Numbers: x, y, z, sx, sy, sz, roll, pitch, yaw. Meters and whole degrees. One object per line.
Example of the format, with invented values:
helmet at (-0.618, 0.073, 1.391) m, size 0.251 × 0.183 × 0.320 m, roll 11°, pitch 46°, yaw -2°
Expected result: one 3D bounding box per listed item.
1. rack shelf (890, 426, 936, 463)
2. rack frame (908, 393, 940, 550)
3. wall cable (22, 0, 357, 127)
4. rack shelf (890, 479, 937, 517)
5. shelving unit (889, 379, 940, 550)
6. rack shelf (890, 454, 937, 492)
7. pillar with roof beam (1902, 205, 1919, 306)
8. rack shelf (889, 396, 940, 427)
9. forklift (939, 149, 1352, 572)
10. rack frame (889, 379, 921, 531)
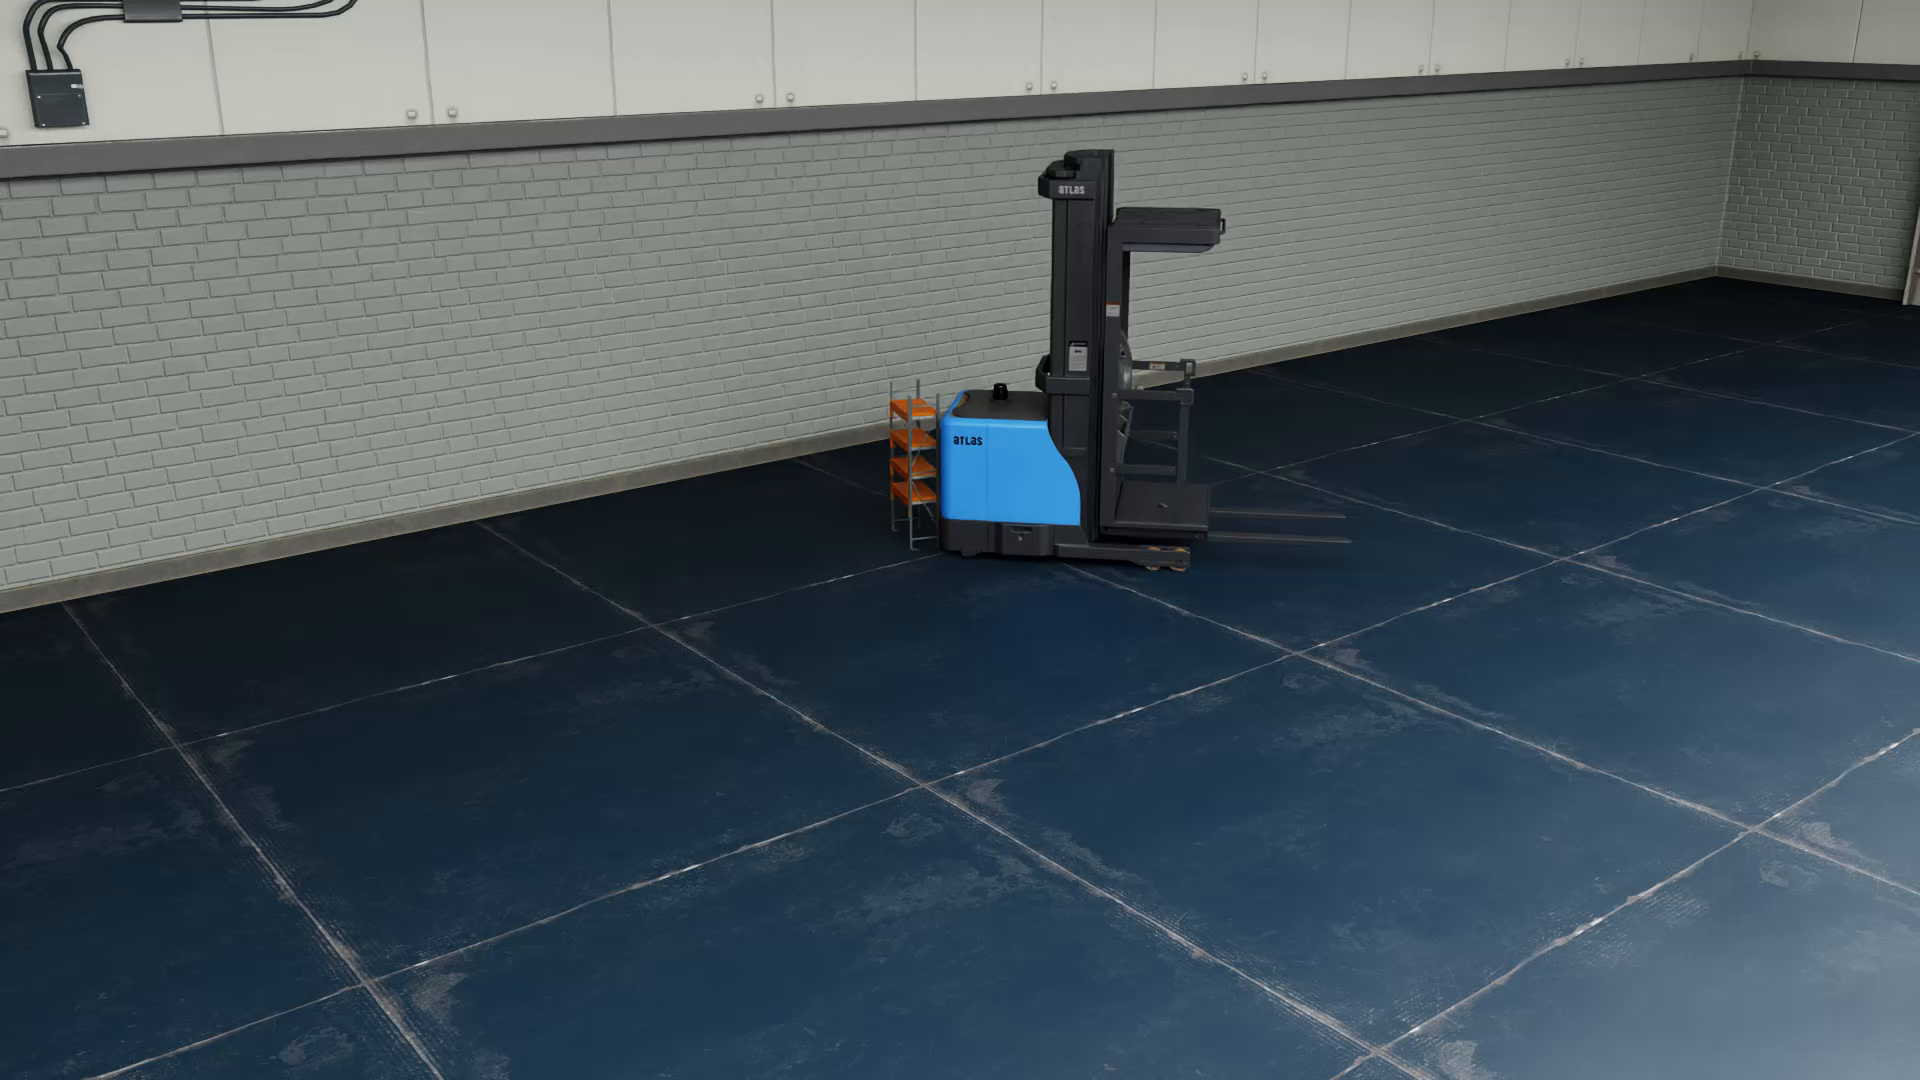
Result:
rack shelf at (-0.346, -0.727, 12.653) m, size 0.258 × 0.148 × 0.480 m, roll -6°, pitch 19°, yaw -17°
rack frame at (-0.269, -0.506, 12.482) m, size 0.240 × 1.200 × 0.015 m, roll -6°, pitch 19°, yaw -17°
wall cable at (-5.055, -5.740, 10.471) m, size 2.305 × 6.003 × 0.169 m, roll -14°, pitch 23°, yaw -36°
rack shelf at (-0.346, -0.327, 12.785) m, size 0.258 × 0.148 × 0.480 m, roll -6°, pitch 19°, yaw -17°
shelving unit at (-0.346, -0.579, 12.702) m, size 0.258 × 1.200 × 0.503 m, roll -6°, pitch 19°, yaw -17°
rack shelf at (-0.346, -0.515, 12.723) m, size 0.258 × 0.148 × 0.480 m, roll -6°, pitch 19°, yaw -17°
pillar with roof beam at (9.604, -6.600, 18.479) m, size 9.100 × 9.000 × 0.400 m, roll -14°, pitch 23°, yaw -36°
rack shelf at (-0.346, -0.952, 12.578) m, size 0.258 × 0.148 × 0.480 m, roll -6°, pitch 19°, yaw -17°
forklift at (1.405, -1.340, 12.248) m, size 3.031 × 2.935 × 1.130 m, roll 3°, pitch 19°, yaw 8°
rack frame at (-0.423, -0.652, 12.922) m, size 0.240 × 1.200 × 0.015 m, roll -6°, pitch 19°, yaw -17°
